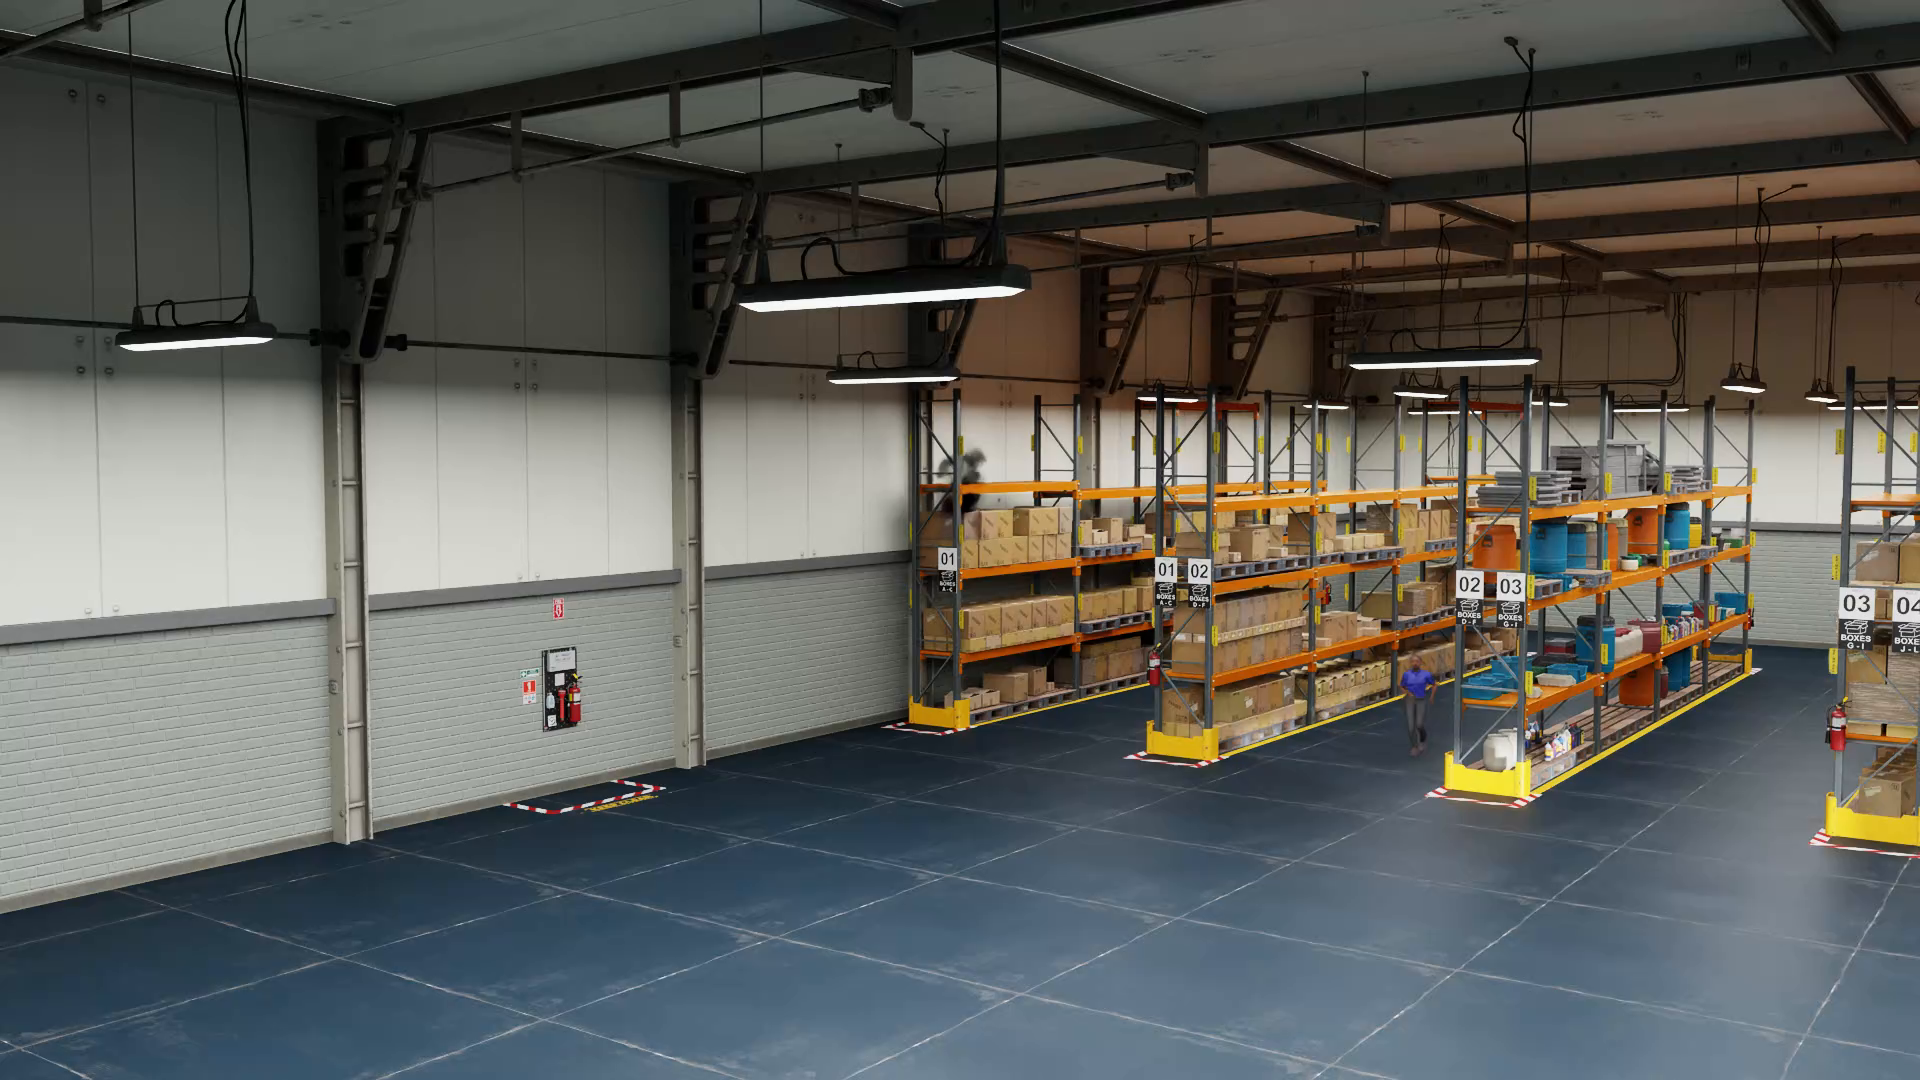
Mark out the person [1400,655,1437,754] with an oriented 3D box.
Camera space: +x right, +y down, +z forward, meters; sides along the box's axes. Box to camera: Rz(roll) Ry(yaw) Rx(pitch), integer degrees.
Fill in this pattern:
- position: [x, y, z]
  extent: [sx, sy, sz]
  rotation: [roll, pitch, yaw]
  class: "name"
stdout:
- position: [7.347, 2.660, 26.752]
  extent: [0.556, 1.619, 0.603]
  rotation: [1, 4, 24]
  class: "person"
